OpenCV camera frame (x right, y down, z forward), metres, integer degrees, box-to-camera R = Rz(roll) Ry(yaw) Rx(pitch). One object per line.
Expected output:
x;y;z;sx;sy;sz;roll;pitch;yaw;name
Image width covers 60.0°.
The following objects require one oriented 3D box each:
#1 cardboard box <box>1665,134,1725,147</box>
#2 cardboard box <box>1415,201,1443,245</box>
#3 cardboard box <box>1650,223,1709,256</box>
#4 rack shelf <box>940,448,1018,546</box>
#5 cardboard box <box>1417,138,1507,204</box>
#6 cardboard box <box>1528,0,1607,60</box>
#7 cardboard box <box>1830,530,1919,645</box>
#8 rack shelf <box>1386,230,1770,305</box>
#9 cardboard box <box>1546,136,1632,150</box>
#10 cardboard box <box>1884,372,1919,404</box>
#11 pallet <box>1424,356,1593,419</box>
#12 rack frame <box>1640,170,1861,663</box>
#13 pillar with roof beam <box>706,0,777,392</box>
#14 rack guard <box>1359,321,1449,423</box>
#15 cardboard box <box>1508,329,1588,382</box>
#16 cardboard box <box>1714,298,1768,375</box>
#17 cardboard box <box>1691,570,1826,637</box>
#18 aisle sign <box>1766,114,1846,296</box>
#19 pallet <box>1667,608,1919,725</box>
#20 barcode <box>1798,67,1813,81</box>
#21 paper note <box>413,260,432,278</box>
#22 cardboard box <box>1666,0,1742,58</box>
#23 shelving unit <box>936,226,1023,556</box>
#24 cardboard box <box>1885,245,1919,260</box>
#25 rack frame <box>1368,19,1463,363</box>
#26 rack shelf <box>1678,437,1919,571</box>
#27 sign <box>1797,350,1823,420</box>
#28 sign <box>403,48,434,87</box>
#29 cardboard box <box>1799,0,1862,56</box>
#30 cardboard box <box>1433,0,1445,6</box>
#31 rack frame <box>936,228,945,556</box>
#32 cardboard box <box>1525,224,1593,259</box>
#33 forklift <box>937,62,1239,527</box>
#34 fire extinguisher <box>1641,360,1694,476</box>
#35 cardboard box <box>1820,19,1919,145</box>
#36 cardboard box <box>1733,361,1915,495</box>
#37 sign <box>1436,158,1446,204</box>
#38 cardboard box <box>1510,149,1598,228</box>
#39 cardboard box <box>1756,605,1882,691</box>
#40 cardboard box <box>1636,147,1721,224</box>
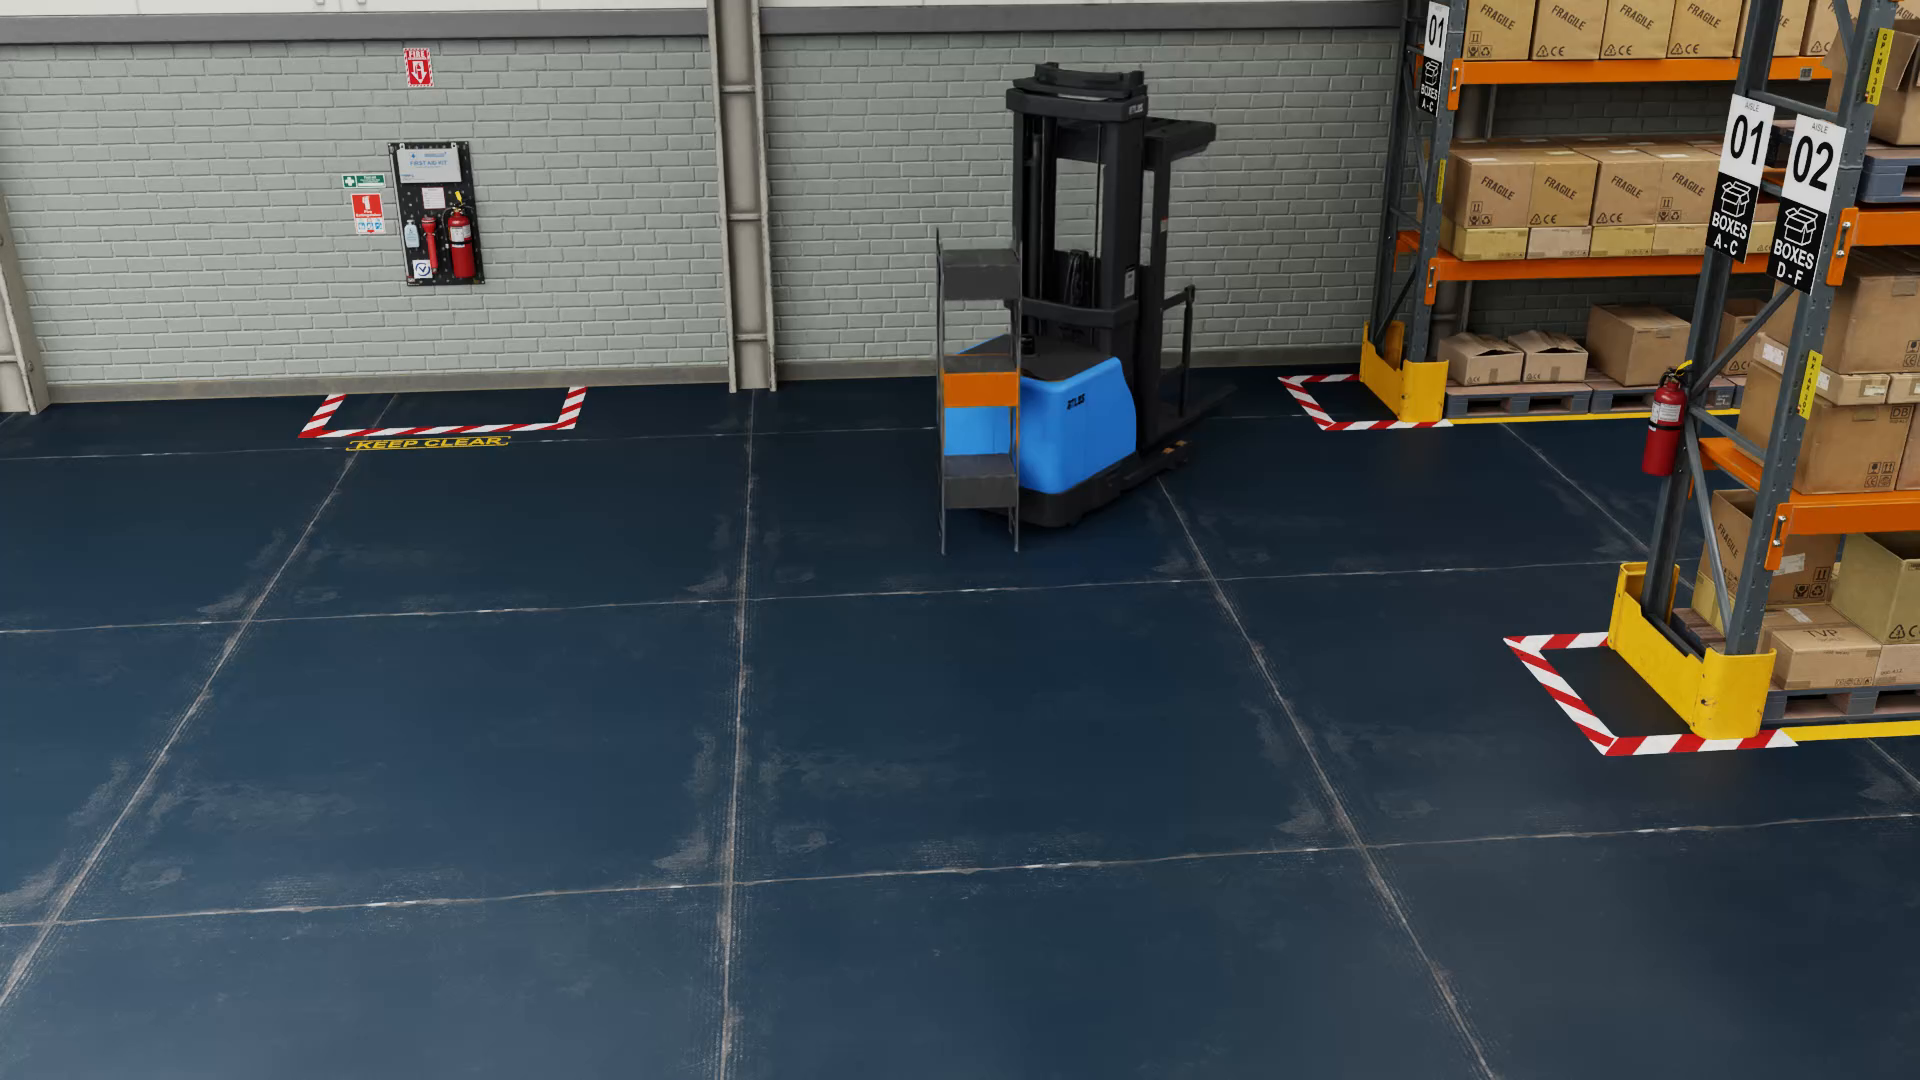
6.076;-3.022;13.592;0.500;0.500;0.500;-2;24;-4;cardboard box
4.041;-2.588;13.539;0.500;0.250;0.500;-2;24;-4;cardboard box
5.638;-2.445;13.219;0.500;0.250;0.500;-2;24;-5;cardboard box
0.117;-0.290;11.074;0.480;0.518;0.431;-2;24;-4;rack shelf
4.043;-2.938;13.404;0.500;0.500;0.500;-3;24;-6;cardboard box
4.490;-3.895;12.479;0.500;0.500;0.500;-1;24;-2;cardboard box
5.139;0.222;9.003;0.500;0.500;0.500;-2;24;-5;cardboard box
5.585;-2.301;13.620;4.000;0.370;1.077;-2;24;-5;rack shelf
5.059;-2.976;13.490;0.500;0.500;0.500;-3;24;-7;cardboard box
4.760;-0.830;8.503;0.250;0.149;0.380;-3;24;-7;cardboard box
4.483;-1.297;13.908;1.213;0.211;1.003;-2;24;-5;pallet
4.086;-0.548;8.790;0.127;3.000;1.000;-2;24;-5;rack frame
-1.341;-3.689;8.471;0.400;9.000;9.100;-2;24;-5;pillar with roof beam
3.671;-1.411;13.809;0.348;0.500;1.175;-2;24;-5;rack guard
4.860;-1.536;13.782;0.500;0.311;0.500;0;24;-1;cardboard box
6.547;-1.711;13.942;0.500;0.500;0.500;-4;24;-9;cardboard box
4.590;0.376;9.580;0.500;0.250;0.500;-2;24;-5;cardboard box
4.050;-1.609;7.977;0.004;0.787;0.394;-2;24;-5;aisle sign
4.842;0.679;9.463;1.213;0.211;1.003;-2;24;-5;pallet
4.338;-2.391;8.528;0.075;0.075;0.001;-2;24;-5;barcode
-4.410;-2.223;13.643;0.142;0.148;0.016;-2;24;-5;paper note
5.538;-3.947;12.597;0.500;0.500;0.500;-1;24;-2;cardboard box
0.117;-0.942;10.784;0.503;2.100;0.431;-2;24;-4;shelving unit
5.127;-1.225;8.593;0.500;0.500;0.700;-3;24;-7;cardboard box
3.595;-2.550;13.294;0.127;3.000;1.000;-2;24;-5;rack frame
6.076;-0.299;9.115;4.000;0.370;1.077;-2;24;-5;rack shelf
4.134;-0.755;8.092;0.005;0.325;0.100;-2;24;-5;sign
-4.245;-3.704;13.036;0.199;0.298;0.001;-2;24;-5;sign
6.593;-4.000;12.716;0.500;0.500;0.500;-4;24;-10;cardboard box
3.985;-4.095;12.928;0.500;0.500;0.500;-1;24;-1;cardboard box
-0.126;-0.934;10.765;0.015;2.100;0.400;-2;24;-4;rack frame
4.627;-2.408;13.135;0.500;0.250;0.500;-3;24;-7;cardboard box
1.110;-1.964;12.061;1.130;2.935;3.031;16;29;32;forklift
3.922;-0.696;9.217;0.183;0.674;0.296;-2;24;-5;fire extinguisher
4.658;-2.243;8.093;0.637;0.503;0.797;-1;24;-1;cardboard box
4.551;-0.607;8.800;0.500;0.500;0.700;-2;24;-5;cardboard box
3.648;-2.726;12.625;0.005;0.325;0.100;-2;24;-5;sign
4.592;-2.747;12.973;0.500;0.500;0.500;-2;24;-5;cardboard box
4.641;0.585;9.109;0.500;0.250;0.500;-2;24;-5;cardboard box
5.620;-2.790;13.071;0.500;0.500;0.500;-2;24;-3;cardboard box
